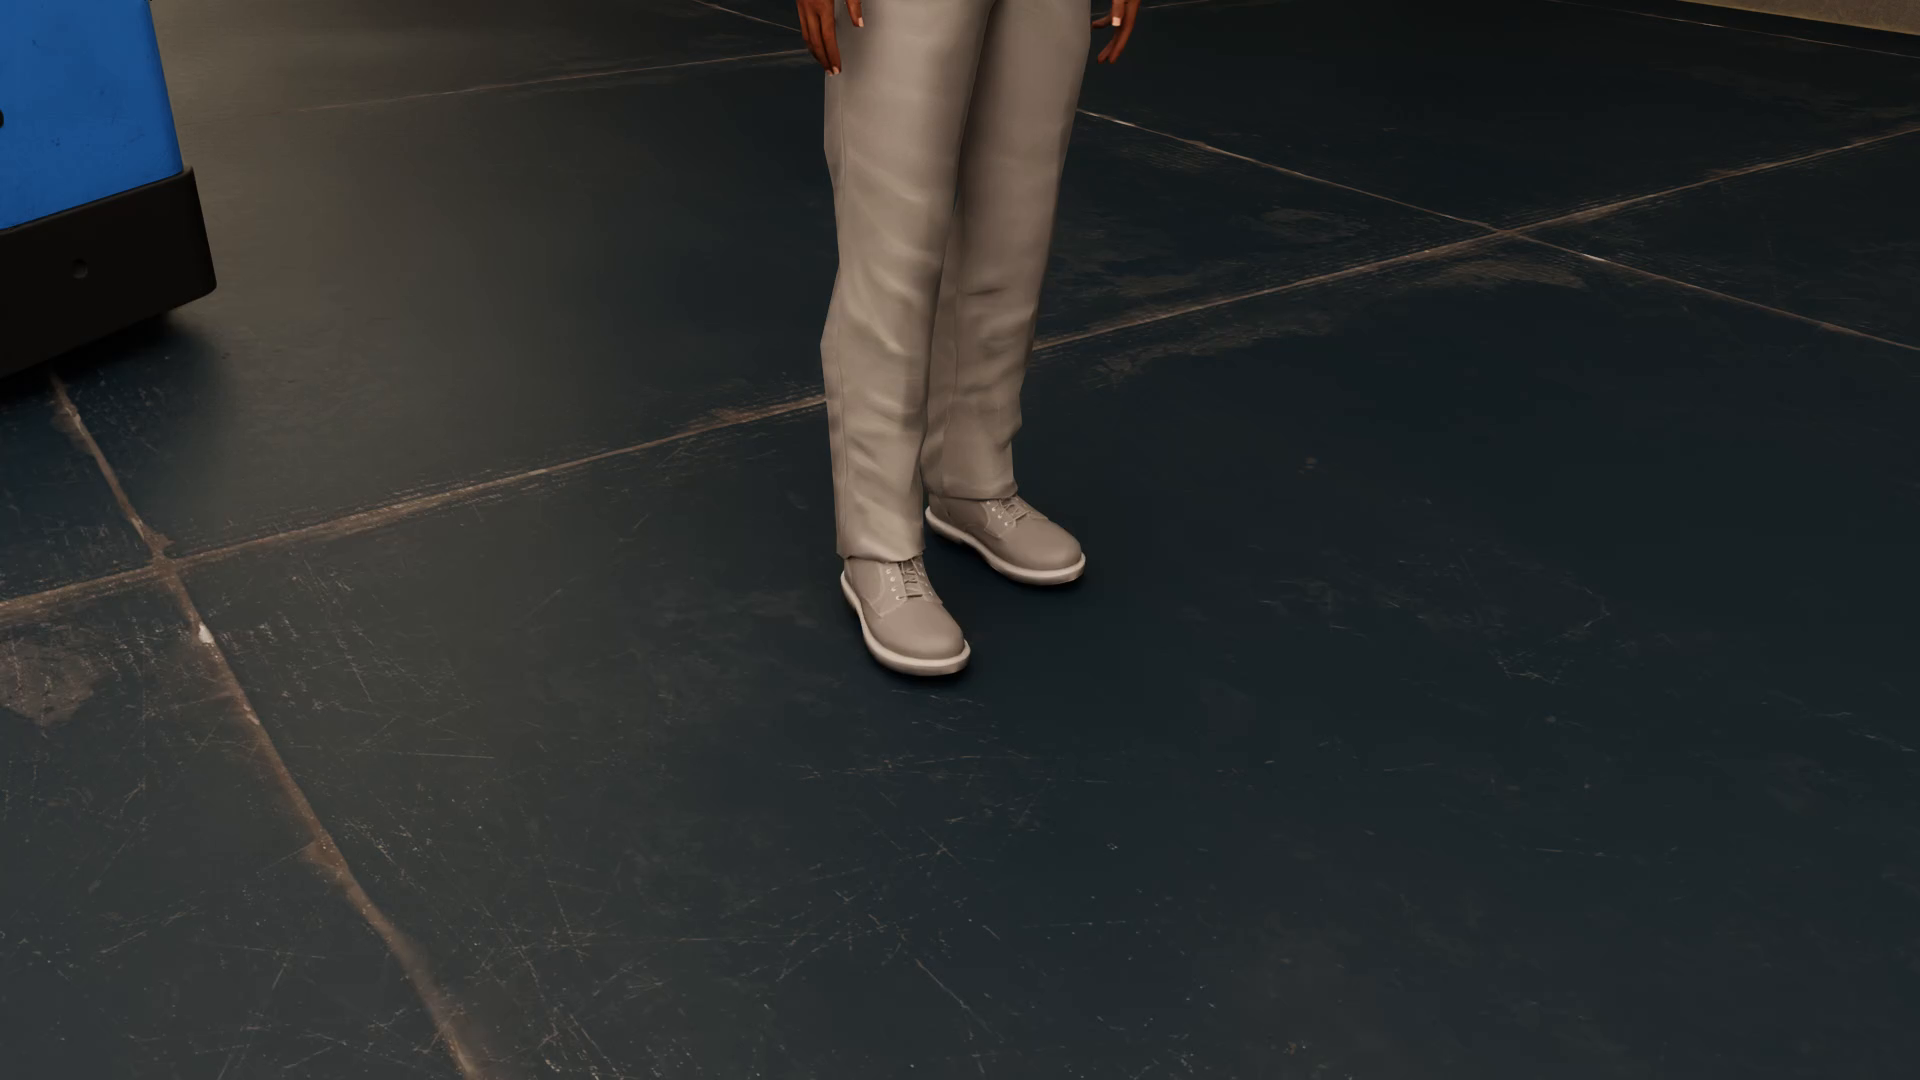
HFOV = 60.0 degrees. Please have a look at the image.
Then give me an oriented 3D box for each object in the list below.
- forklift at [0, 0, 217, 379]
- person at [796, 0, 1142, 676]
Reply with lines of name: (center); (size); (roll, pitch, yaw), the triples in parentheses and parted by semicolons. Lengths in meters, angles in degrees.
forklift: (-3.068, -1.787, 2.794); (3.031, 2.935, 1.130); (9, 28, 18)
person: (0.027, -0.731, 2.051); (0.569, 1.695, 0.528); (-17, 31, -31)
